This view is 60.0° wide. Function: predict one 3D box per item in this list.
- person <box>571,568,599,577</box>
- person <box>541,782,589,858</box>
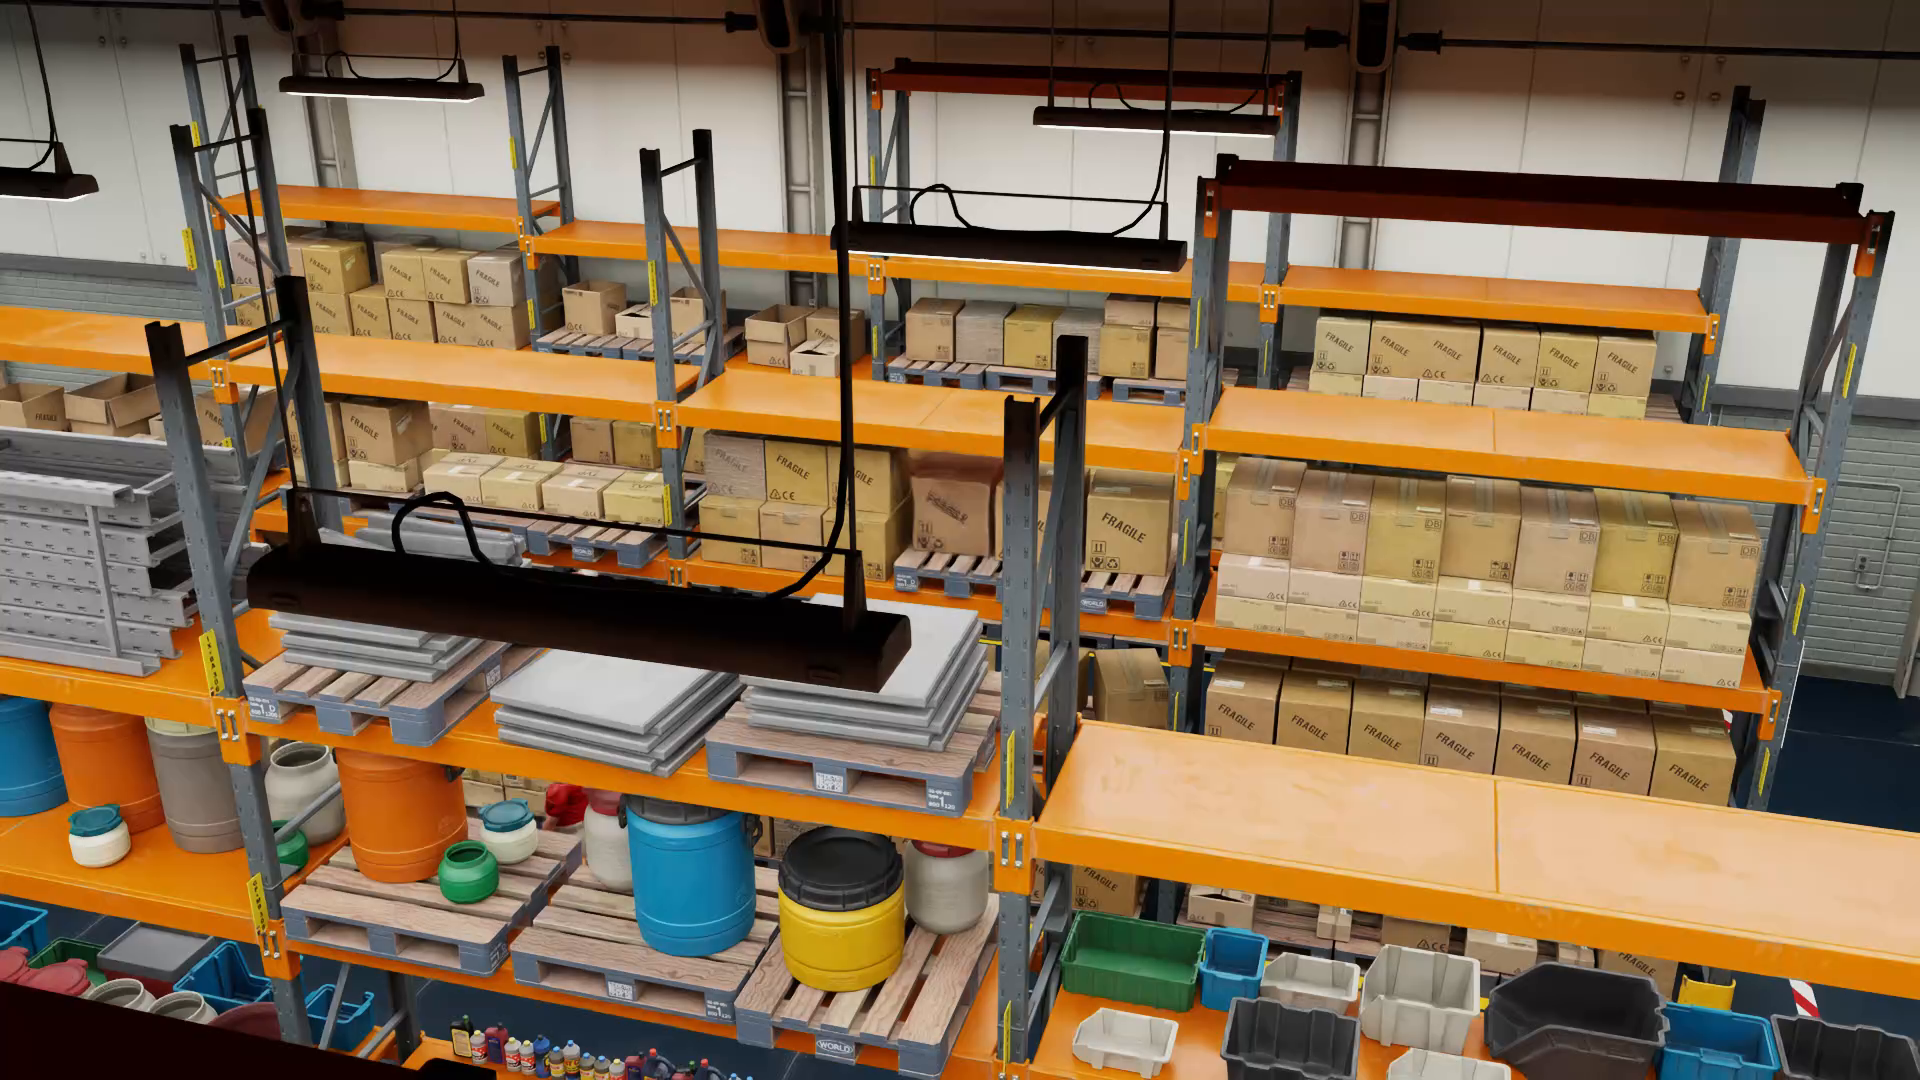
[{"bbox_3d":[-3.889,0.836,16.466,0.669,1.805,0.563,-1,23,-1],"label":"person"},{"bbox_3d":[-3.002,2.202,12.743,0.891,1.596,0.567,7,24,17],"label":"person"}]
